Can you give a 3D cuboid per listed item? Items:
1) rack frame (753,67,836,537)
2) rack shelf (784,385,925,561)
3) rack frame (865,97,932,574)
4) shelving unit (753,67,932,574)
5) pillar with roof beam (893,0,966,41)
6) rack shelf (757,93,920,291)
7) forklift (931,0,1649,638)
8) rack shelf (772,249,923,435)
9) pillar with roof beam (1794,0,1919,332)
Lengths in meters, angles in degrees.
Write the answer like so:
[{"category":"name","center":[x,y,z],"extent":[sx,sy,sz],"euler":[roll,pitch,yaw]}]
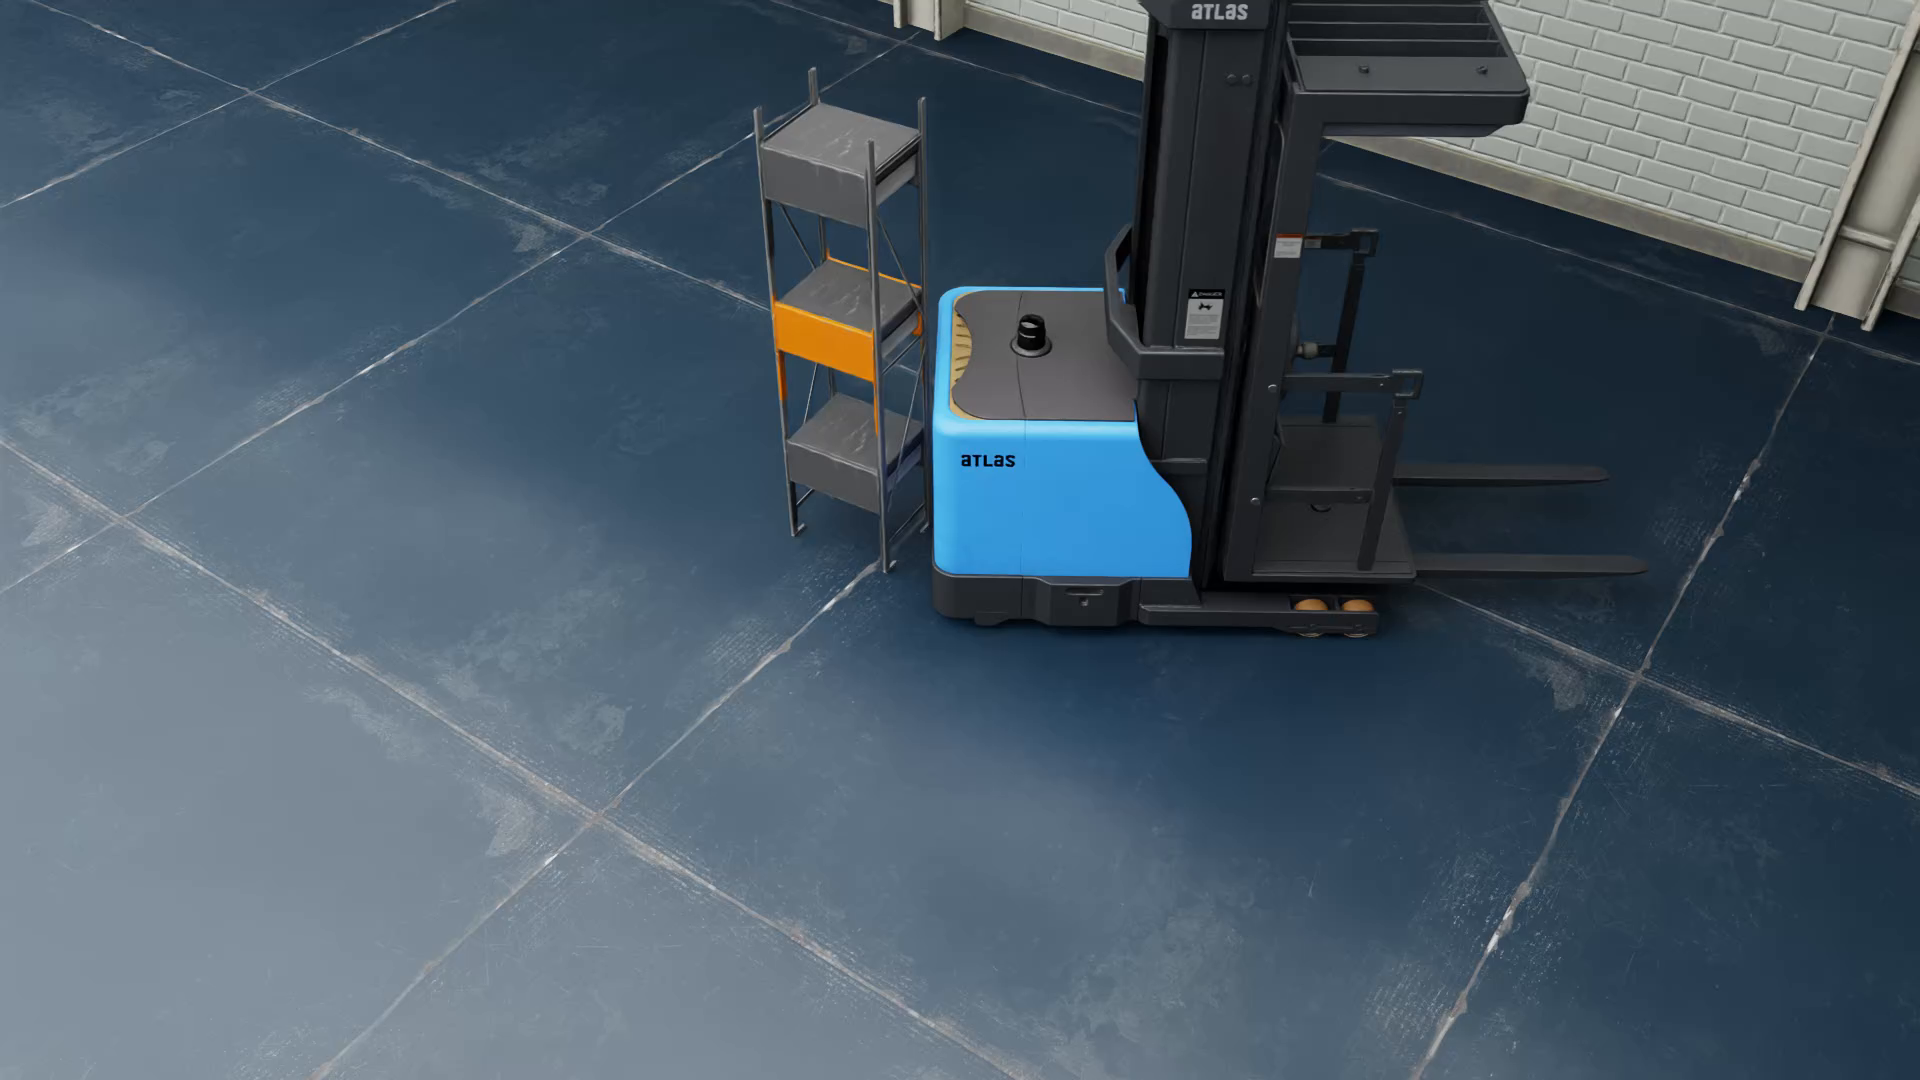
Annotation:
[{"category":"rack frame","center":[-0.656,-0.912,6.942],"extent":[0.015,2.100,0.400],"euler":[21,46,22]},{"category":"rack shelf","center":[-0.444,-0.299,7.328],"extent":[0.480,0.518,0.431],"euler":[21,46,22]},{"category":"rack frame","center":[-0.232,-0.750,6.761],"extent":[0.015,2.100,0.400],"euler":[21,46,22]},{"category":"shelving unit","center":[-0.444,-0.831,6.852],"extent":[0.503,2.100,0.431],"euler":[21,46,22]},{"category":"pillar with roof beam","center":[-2.680,-4.550,5.835],"extent":[0.400,9.000,9.100],"euler":[25,48,25]},{"category":"rack shelf","center":[-0.444,-1.342,6.394],"extent":[0.480,0.518,0.431],"euler":[21,46,22]},{"category":"forklift","center":[1.404,-1.040,6.463],"extent":[3.031,2.935,1.130],"euler":[1,42,1]},{"category":"rack shelf","center":[-0.444,-0.820,6.861],"extent":[0.480,0.518,0.431],"euler":[21,46,22]},{"category":"pillar with roof beam","center":[2.233,-2.253,3.267],"extent":[0.400,9.000,9.100],"euler":[25,48,25]}]
